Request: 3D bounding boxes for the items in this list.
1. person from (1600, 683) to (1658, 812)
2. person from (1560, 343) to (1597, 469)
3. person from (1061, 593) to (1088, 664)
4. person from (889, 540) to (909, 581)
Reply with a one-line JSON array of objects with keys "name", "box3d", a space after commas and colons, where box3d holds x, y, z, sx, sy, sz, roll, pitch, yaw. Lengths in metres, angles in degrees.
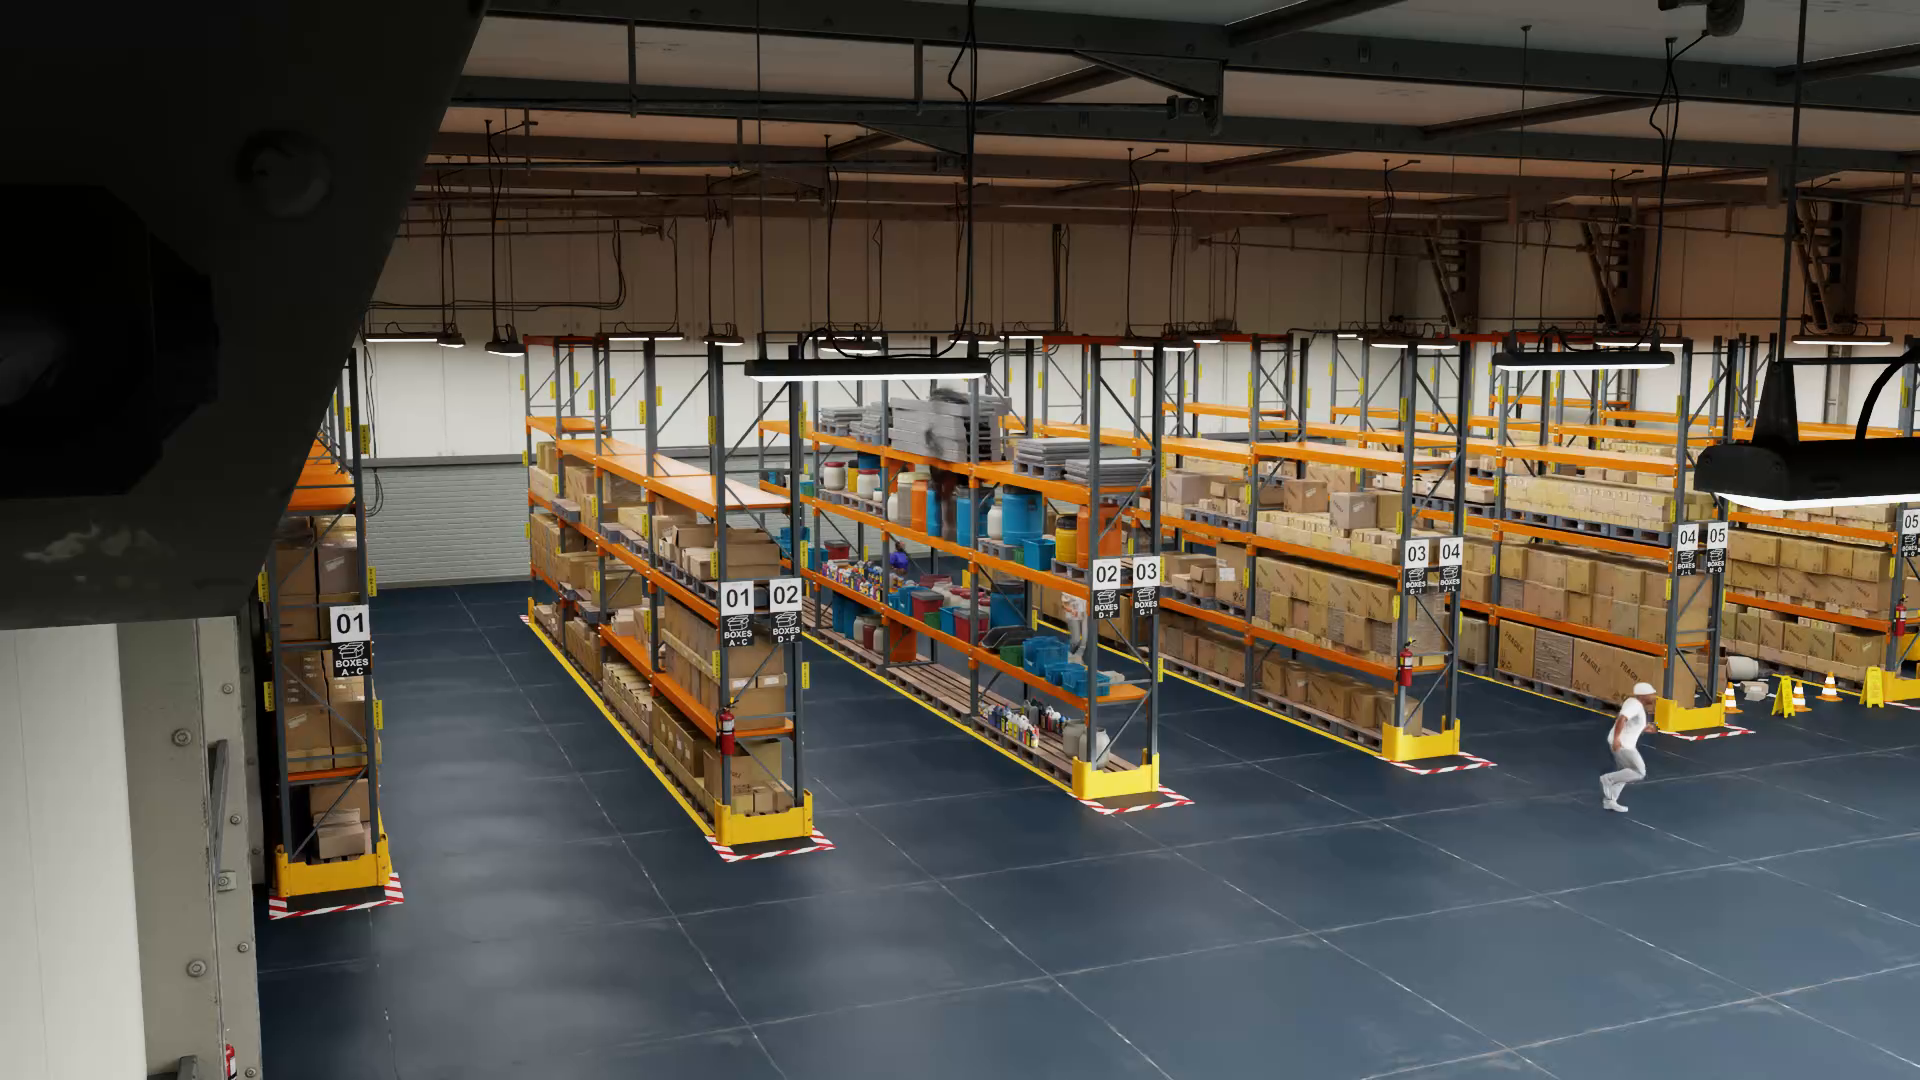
[{"name": "person", "box3d": [8.633, 2.666, 21.435, 0.723, 1.683, 0.687, 1, 8, 8]}, {"name": "person", "box3d": [10.443, -1.429, 36.546, 4.351, 5.811, 4.906, -3, 8, -20]}, {"name": "person", "box3d": [2.066, 1.383, 29.234, 0.595, 1.641, 0.518, -4, 9, -29]}, {"name": "person", "box3d": [-1.246, 0.815, 35.461, 0.559, 1.621, 0.565, -6, 9, -36]}]
